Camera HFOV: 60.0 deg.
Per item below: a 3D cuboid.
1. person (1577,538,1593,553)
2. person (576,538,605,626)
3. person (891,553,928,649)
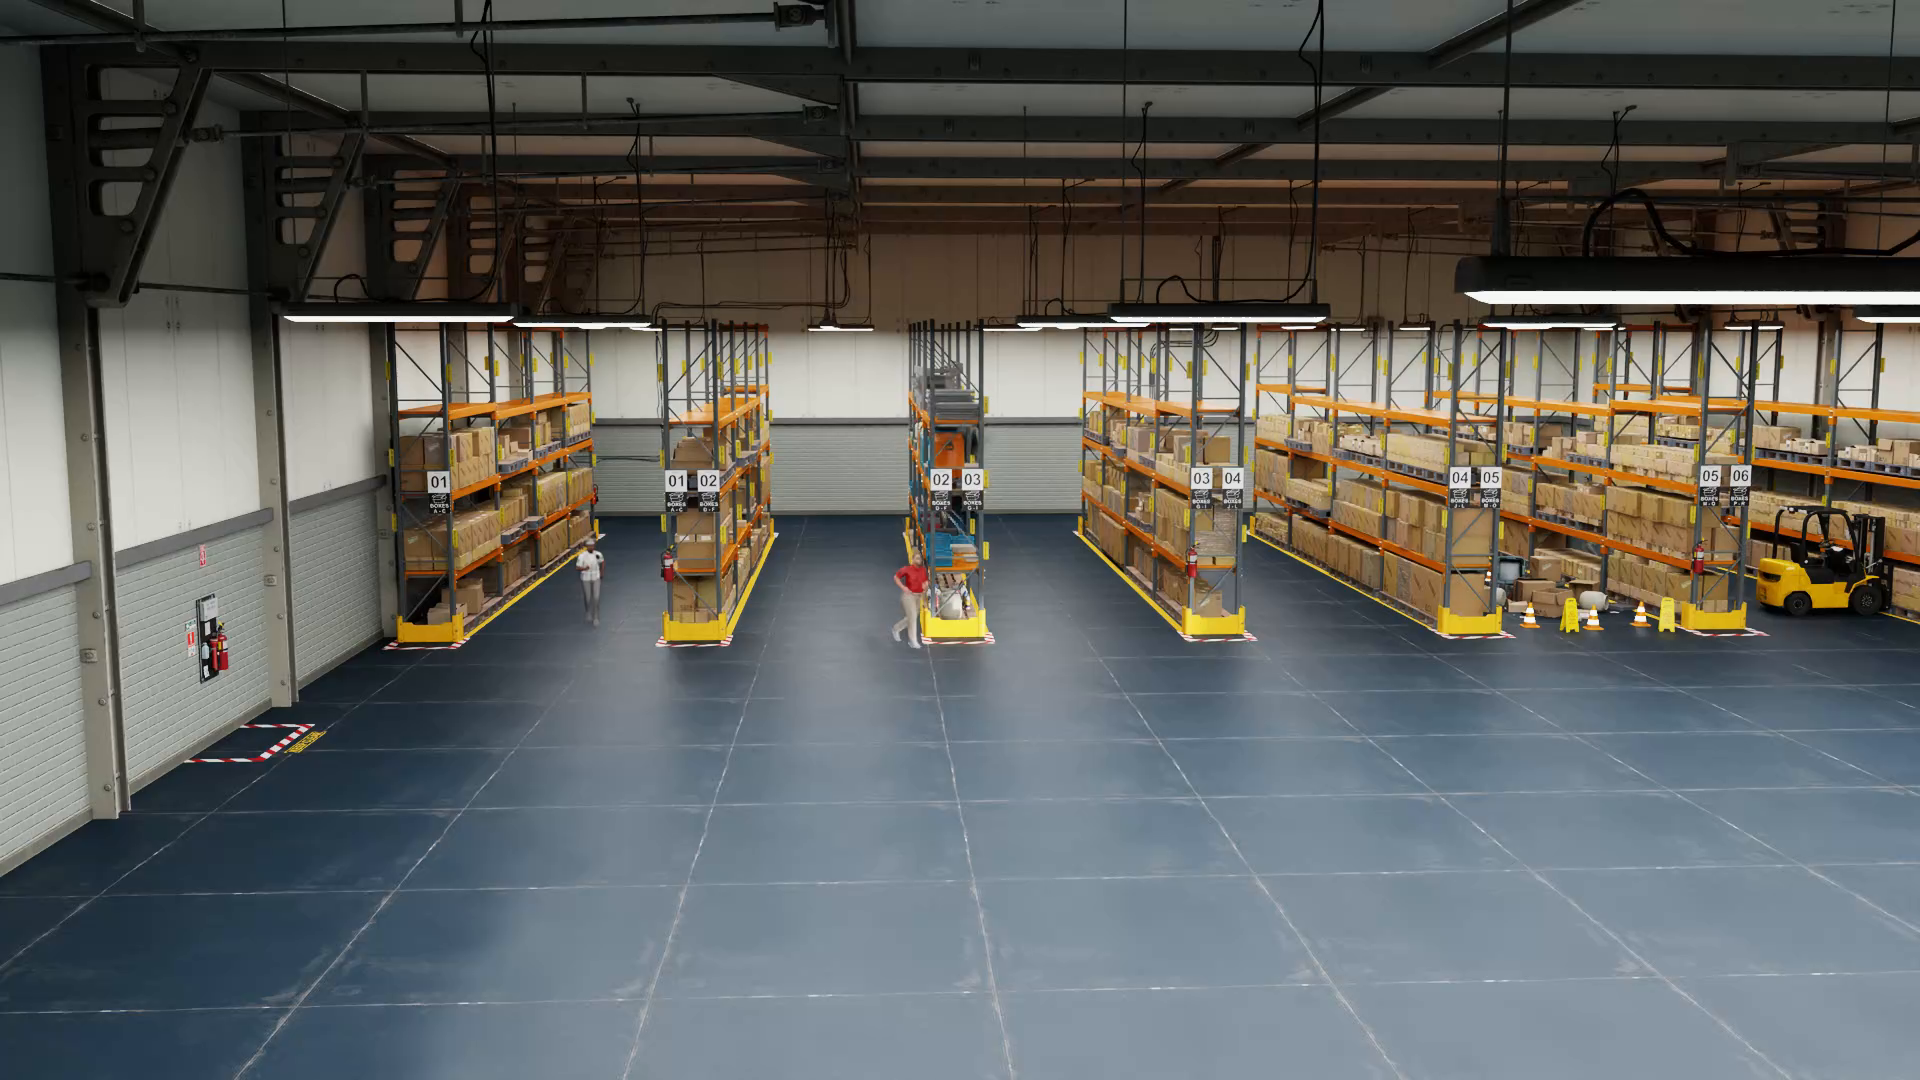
[{"bbox_3d":[16.113,-0.427,42.876,0.614,1.675,0.937,-2,7,-14],"label":"person"},{"bbox_3d":[-7.292,0.802,32.828,0.552,1.691,0.909,-2,7,-16],"label":"person"},{"bbox_3d":[-0.879,1.102,30.820,0.695,1.734,0.897,-6,10,-42],"label":"person"}]
